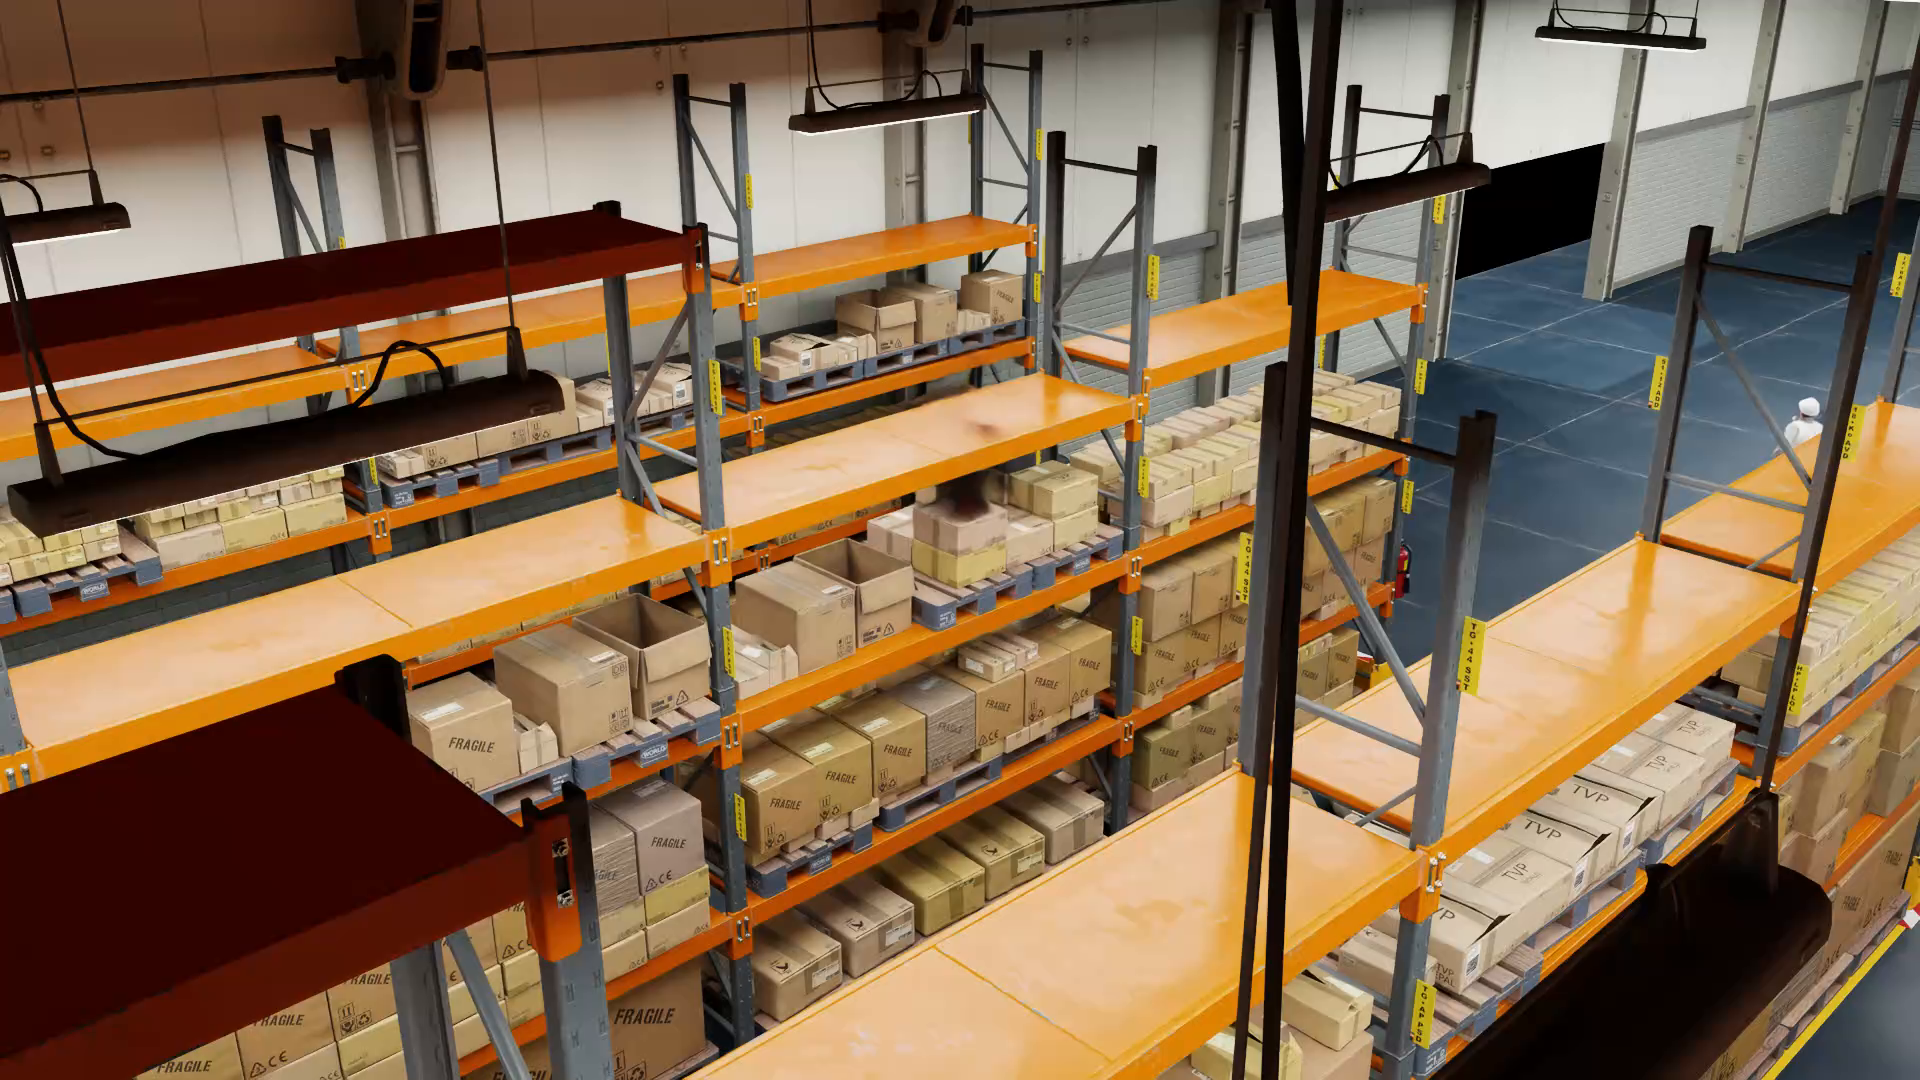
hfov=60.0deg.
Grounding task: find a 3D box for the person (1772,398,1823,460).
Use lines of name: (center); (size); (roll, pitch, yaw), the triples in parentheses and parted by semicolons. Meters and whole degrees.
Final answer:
person: (10.424, -0.922, 20.818); (0.661, 1.809, 0.822); (1, 22, 2)
